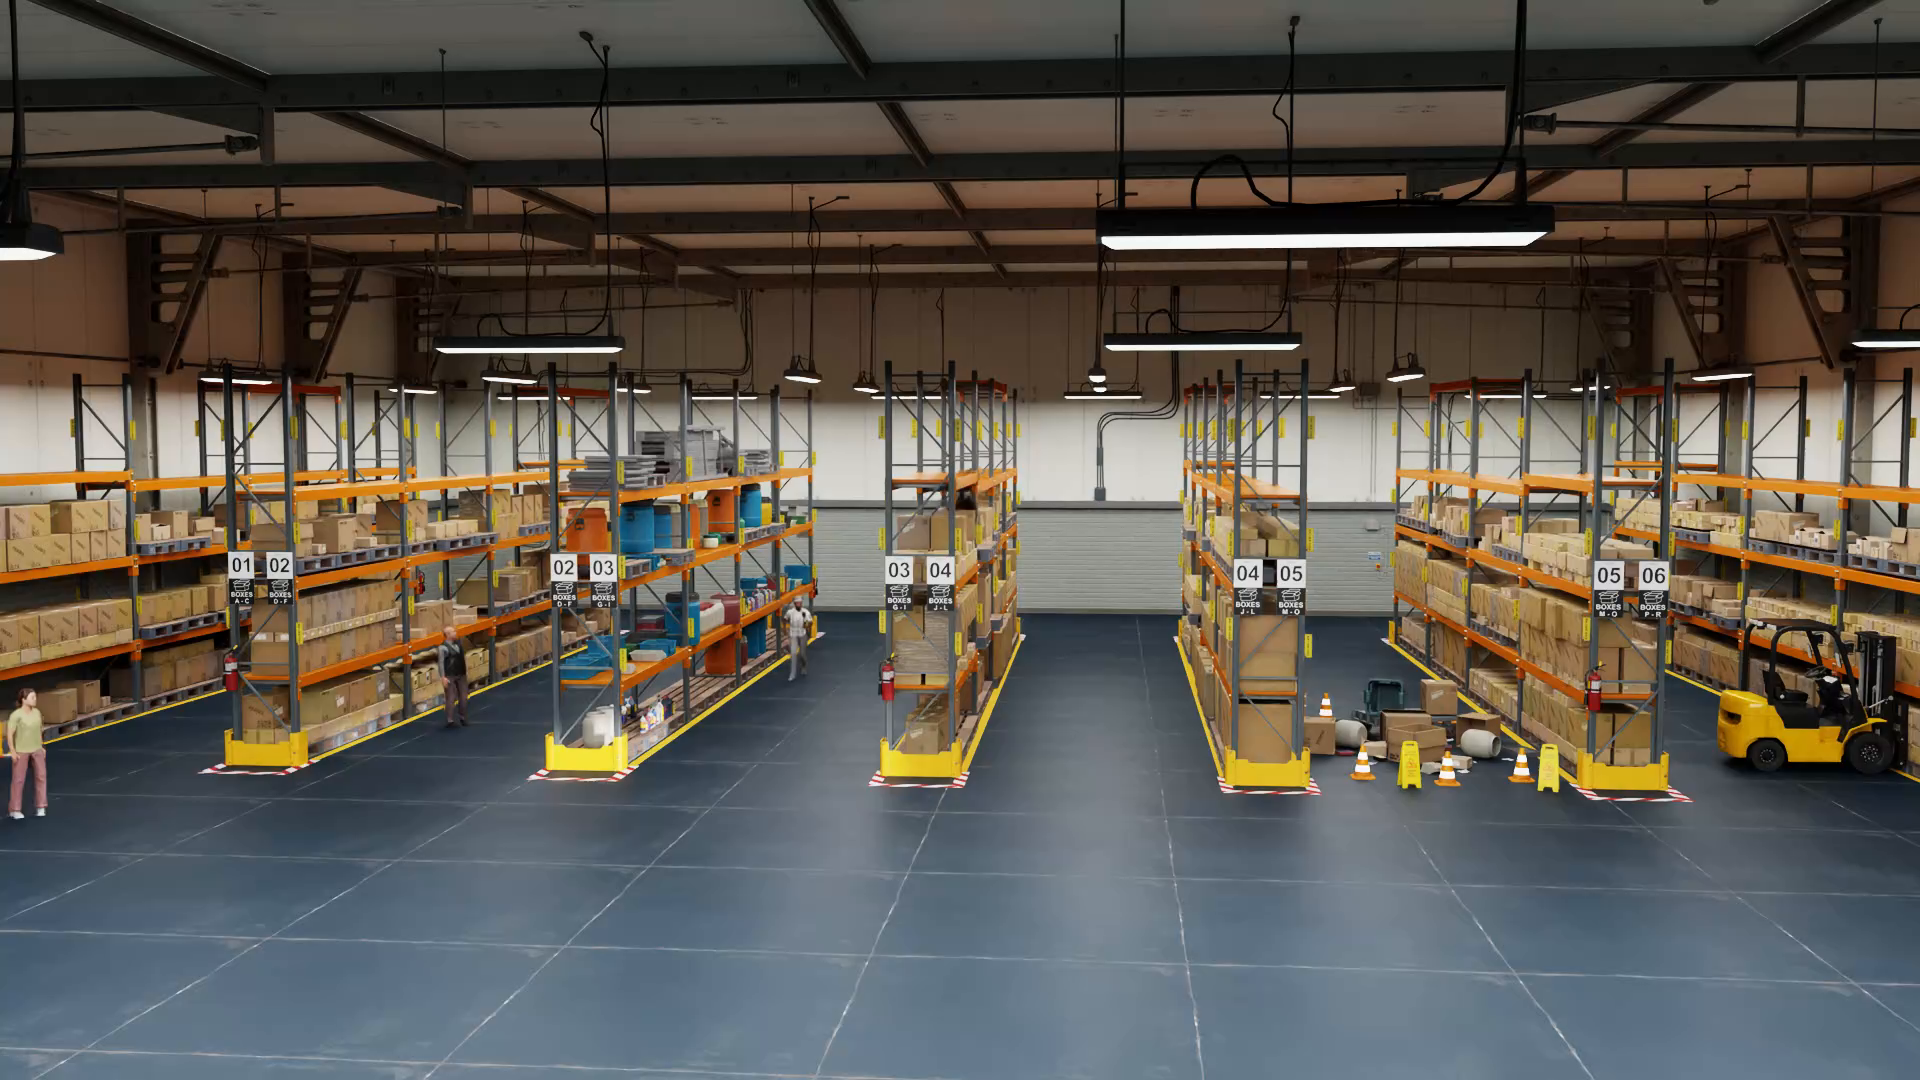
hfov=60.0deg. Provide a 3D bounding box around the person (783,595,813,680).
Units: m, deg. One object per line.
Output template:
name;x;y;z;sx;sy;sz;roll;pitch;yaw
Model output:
person;-3.289;1.934;33.506;0.631;1.651;1.028;0;4;6

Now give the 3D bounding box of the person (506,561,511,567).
person;-11.445;1.367;42.139;0.516;1.670;1.017;0;4;-3

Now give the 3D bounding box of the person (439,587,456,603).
person;-11.303;1.803;36.701;0.399;1.557;0.823;0;4;4

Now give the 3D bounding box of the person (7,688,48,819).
person;-12.077;2.750;21.544;0.417;1.678;0.524;2;4;27

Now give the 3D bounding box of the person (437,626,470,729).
person;-8.538;2.320;28.025;0.420;1.734;0.593;3;5;41
